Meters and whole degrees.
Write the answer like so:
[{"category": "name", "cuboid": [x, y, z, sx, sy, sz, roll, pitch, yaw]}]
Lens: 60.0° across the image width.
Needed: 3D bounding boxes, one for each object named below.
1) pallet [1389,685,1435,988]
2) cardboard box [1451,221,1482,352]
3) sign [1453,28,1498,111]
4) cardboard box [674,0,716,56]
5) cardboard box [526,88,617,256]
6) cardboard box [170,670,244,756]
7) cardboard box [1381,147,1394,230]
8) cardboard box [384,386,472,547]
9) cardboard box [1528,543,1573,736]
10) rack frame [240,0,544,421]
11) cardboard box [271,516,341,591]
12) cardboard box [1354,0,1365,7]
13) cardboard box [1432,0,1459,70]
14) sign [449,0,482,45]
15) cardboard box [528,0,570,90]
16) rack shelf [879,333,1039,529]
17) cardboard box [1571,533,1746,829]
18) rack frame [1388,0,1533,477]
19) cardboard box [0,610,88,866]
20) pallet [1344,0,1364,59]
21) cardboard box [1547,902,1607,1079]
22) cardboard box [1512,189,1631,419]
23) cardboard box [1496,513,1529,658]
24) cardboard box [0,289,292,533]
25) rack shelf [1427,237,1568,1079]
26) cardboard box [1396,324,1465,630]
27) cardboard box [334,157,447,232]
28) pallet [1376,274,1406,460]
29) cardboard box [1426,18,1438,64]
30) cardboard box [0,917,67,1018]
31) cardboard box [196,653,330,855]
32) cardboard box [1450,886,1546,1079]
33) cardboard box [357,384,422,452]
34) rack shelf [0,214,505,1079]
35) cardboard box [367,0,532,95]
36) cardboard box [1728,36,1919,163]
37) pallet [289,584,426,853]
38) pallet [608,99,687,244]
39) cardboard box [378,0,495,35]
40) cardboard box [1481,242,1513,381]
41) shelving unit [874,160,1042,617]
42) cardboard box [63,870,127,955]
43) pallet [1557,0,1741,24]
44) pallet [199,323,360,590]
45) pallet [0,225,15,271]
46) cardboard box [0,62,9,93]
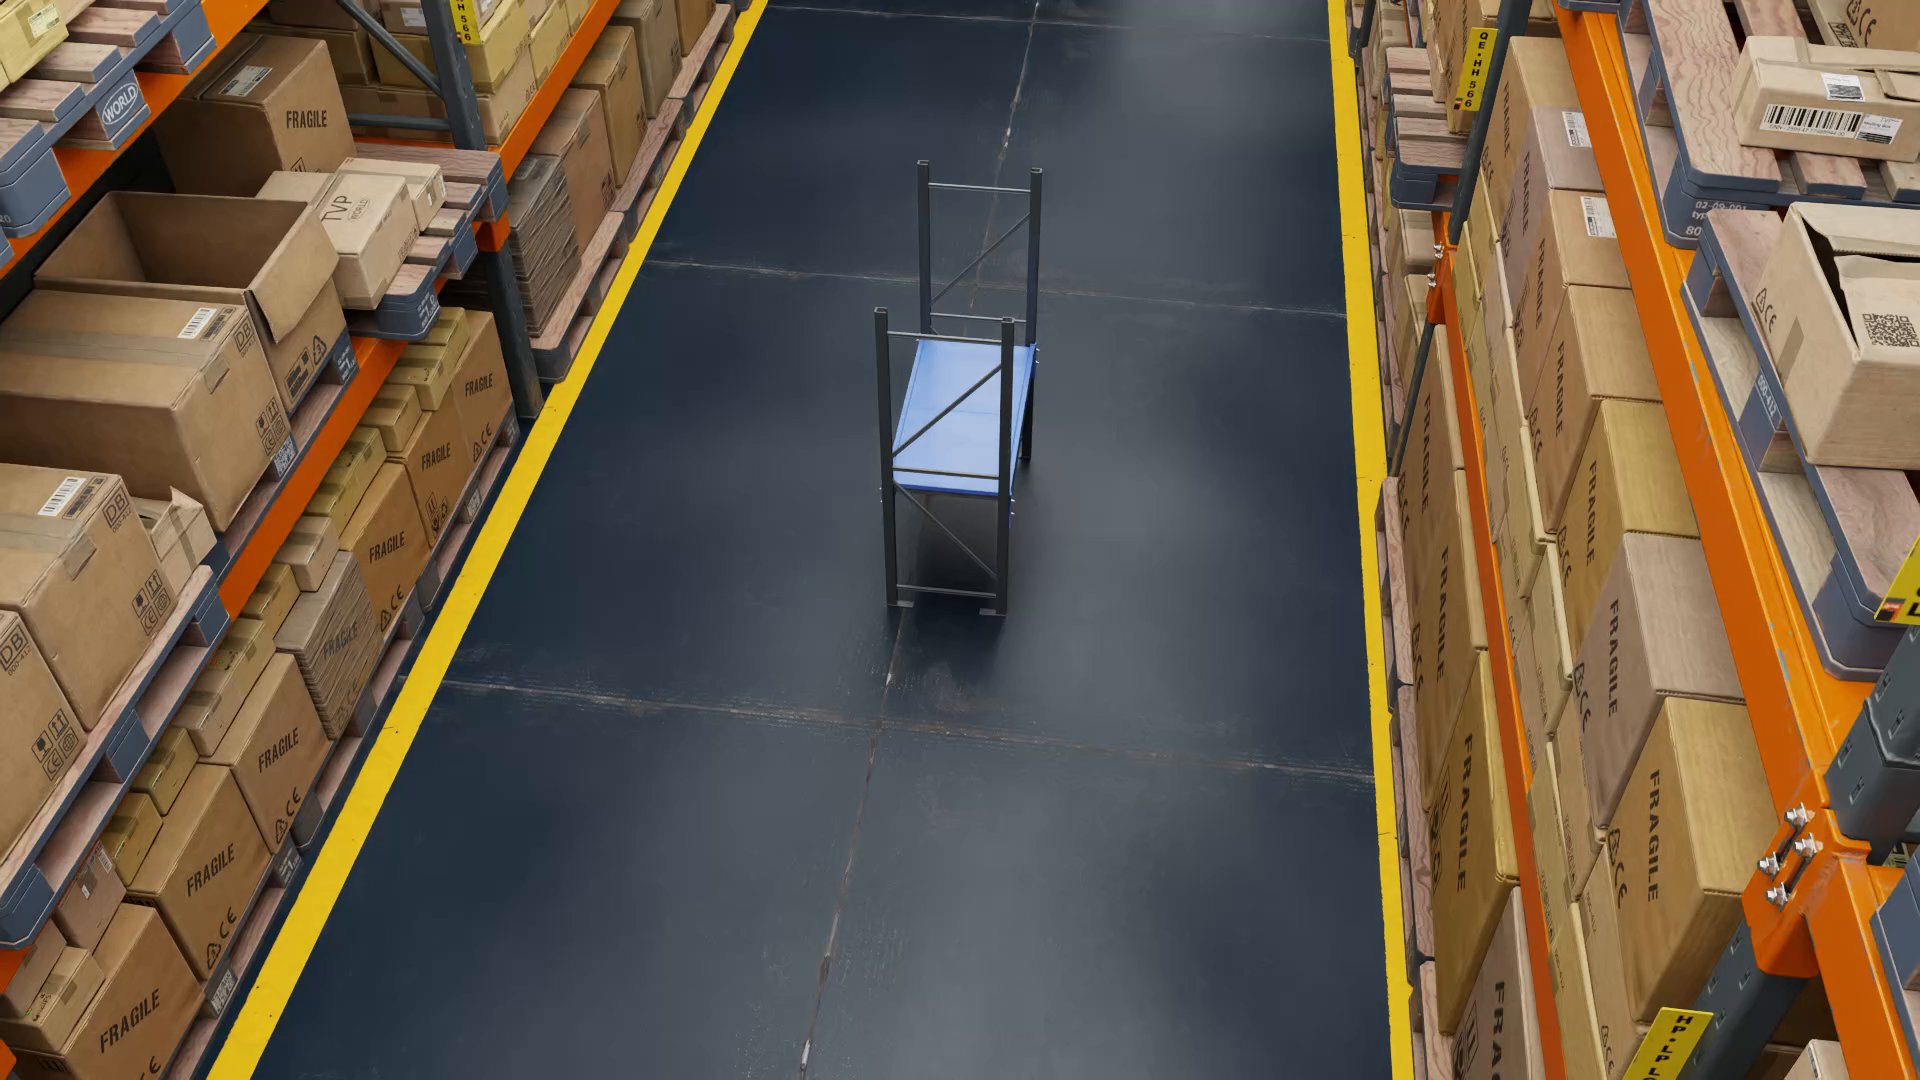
[{"category": "pallet", "cuboid": [2.092, 1.081, 5.954, 1.003, 0.211, 1.213, 5, 44, 6]}, {"category": "cardboard box", "cuboid": [2.120, -0.926, 6.155, 0.500, 0.250, 0.500, 5, 44, 5]}, {"category": "sign", "cuboid": [1.895, -1.725, 6.106, 0.100, 0.325, 0.005, 5, 44, 6]}, {"category": "cardboard box", "cuboid": [-2.015, -3.399, 10.080, 0.875, 0.625, 0.625, 7, 44, 7]}, {"category": "cardboard box", "cuboid": [-2.312, -1.899, 8.496, 0.875, 0.625, 0.625, 7, 44, 7]}, {"category": "cardboard box", "cuboid": [-2.629, 0.559, 5.518, 0.380, 0.149, 0.250, 5, 44, 5]}, {"category": "cardboard box", "cuboid": [2.714, -1.893, 8.674, 0.950, 0.372, 0.625, 7, 44, 7]}, {"category": "cardboard box", "cuboid": [-2.406, -0.336, 6.936, 0.500, 0.500, 0.500, 5, 44, 5]}, {"category": "cardboard box", "cuboid": [1.844, 0.291, 4.507, 0.500, 0.250, 0.500, 6, 44, 7]}, {"category": "rack frame", "cuboid": [-2.486, -1.739, 6.905, 1.000, 3.000, 0.127, 5, 44, 6]}, {"category": "cardboard box", "cuboid": [-2.504, 0.041, 6.066, 0.380, 0.149, 0.250, 3, 44, 4]}, {"category": "cardboard box", "cuboid": [2.775, -3.598, 10.563, 0.500, 0.250, 0.500, 7, 44, 7]}, {"category": "cardboard box", "cuboid": [2.276, -2.276, 6.878, 0.500, 0.500, 0.500, 5, 44, 5]}, {"category": "sign", "cuboid": [-1.947, -2.088, 6.489, 0.100, 0.325, 0.005, 5, 44, 6]}, {"category": "cardboard box", "cuboid": [-2.114, -2.307, 7.614, 0.500, 0.250, 0.500, 4, 44, 5]}, {"category": "rack shelf", "cuboid": [0.011, -0.472, 6.919, 0.538, 0.185, 1.000, 5, 44, 6]}, {"category": "cardboard box", "cuboid": [1.777, 0.355, 3.893, 0.500, 0.500, 0.500, 6, 44, 6]}, {"category": "rack frame", "cuboid": [2.434, -1.291, 6.432, 1.000, 3.000, 0.127, 5, 44, 6]}, {"category": "cardboard box", "cuboid": [-2.729, 0.489, 4.174, 0.700, 0.500, 0.500, 6, 44, 7]}, {"category": "pallet", "cuboid": [3.017, -3.465, 10.756, 1.003, 0.211, 1.213, 5, 44, 6]}, {"category": "cardboard box", "cuboid": [1.715, 1.161, 3.951, 0.500, 0.250, 0.500, 4, 44, 5]}, {"category": "cardboard box", "cuboid": [1.987, -0.686, 4.993, 0.500, 0.500, 0.500, 6, 44, 7]}, {"category": "cardboard box", "cuboid": [1.933, 0.120, 5.051, 0.500, 0.250, 0.500, 5, 44, 6]}, {"category": "cardboard box", "cuboid": [-2.557, -0.399, 5.112, 0.700, 0.500, 0.500, 5, 44, 5]}, {"category": "rack shelf", "cuboid": [2.170, 0.334, 5.239, 1.077, 0.370, 4.000, 5, 44, 6]}, {"category": "cardboard box", "cuboid": [2.261, -0.209, 6.528, 0.875, 0.875, 0.875, 5, 44, 5]}, {"category": "cardboard box", "cuboid": [-2.193, -1.318, 6.338, 0.380, 0.149, 0.250, 6, 44, 6]}, {"category": "pallet", "cuboid": [2.539, -0.811, 7.953, 1.003, 0.211, 1.213, 5, 44, 6]}, {"category": "cardboard box", "cuboid": [2.238, -2.133, 7.198, 0.380, 0.149, 0.250, 3, 44, 4]}, {"category": "cardboard box", "cuboid": [-2.764, 1.172, 4.655, 0.380, 0.149, 0.250, 5, 44, 5]}, {"category": "cardboard box", "cuboid": [-2.597, 0.729, 5.811, 0.500, 0.500, 0.500, 4, 44, 4]}, {"category": "cardboard box", "cuboid": [1.908, 1.625, 4.593, 0.875, 0.875, 0.875, 6, 44, 7]}, {"category": "cardboard box", "cuboid": [-2.384, -0.496, 6.633, 0.380, 0.149, 0.250, 4, 44, 4]}, {"category": "rack shelf", "cuboid": [-2.751, -0.115, 5.713, 1.077, 0.370, 4.000, 5, 44, 6]}, {"category": "cardboard box", "cuboid": [-2.161, -2.144, 7.079, 0.500, 0.250, 0.500, 5, 44, 5]}, {"category": "cardboard box", "cuboid": [2.007, -1.024, 3.832, 0.380, 0.166, 0.250, 9, 44, 9]}, {"category": "pallet", "cuboid": [-2.786, 0.608, 6.455, 1.003, 0.211, 1.213, 5, 44, 6]}, {"category": "pallet", "cuboid": [-2.175, -2.113, 9.328, 1.003, 0.211, 1.213, 5, 44, 6]}, {"category": "cardboard box", "cuboid": [-2.152, -2.202, 6.849, 0.380, 0.149, 0.250, 6, 44, 7]}, {"category": "cardboard box", "cuboid": [2.053, -0.743, 5.598, 0.500, 0.250, 0.500, 6, 44, 7]}, {"category": "shelving unit", "cuboid": [0.011, -0.603, 6.796, 0.538, 1.500, 1.048, 5, 44, 6]}, {"category": "cardboard box", "cuboid": [-2.744, 1.090, 4.958, 0.380, 0.149, 0.250, 4, 44, 4]}, {"category": "pallet", "cuboid": [2.402, -1.868, 4.997, 1.213, 0.211, 1.003, 7, 44, 7]}, {"category": "pallet", "cuboid": [-2.739, -0.344, 5.571, 1.003, 0.211, 1.213, 5, 44, 6]}, {"category": "pallet", "cuboid": [-2.859, -0.472, 3.522, 1.213, 0.211, 1.003, 5, 44, 6]}, {"category": "cardboard box", "cuboid": [-2.449, -1.064, 3.815, 0.380, 0.149, 0.250, 5, 44, 5]}]
